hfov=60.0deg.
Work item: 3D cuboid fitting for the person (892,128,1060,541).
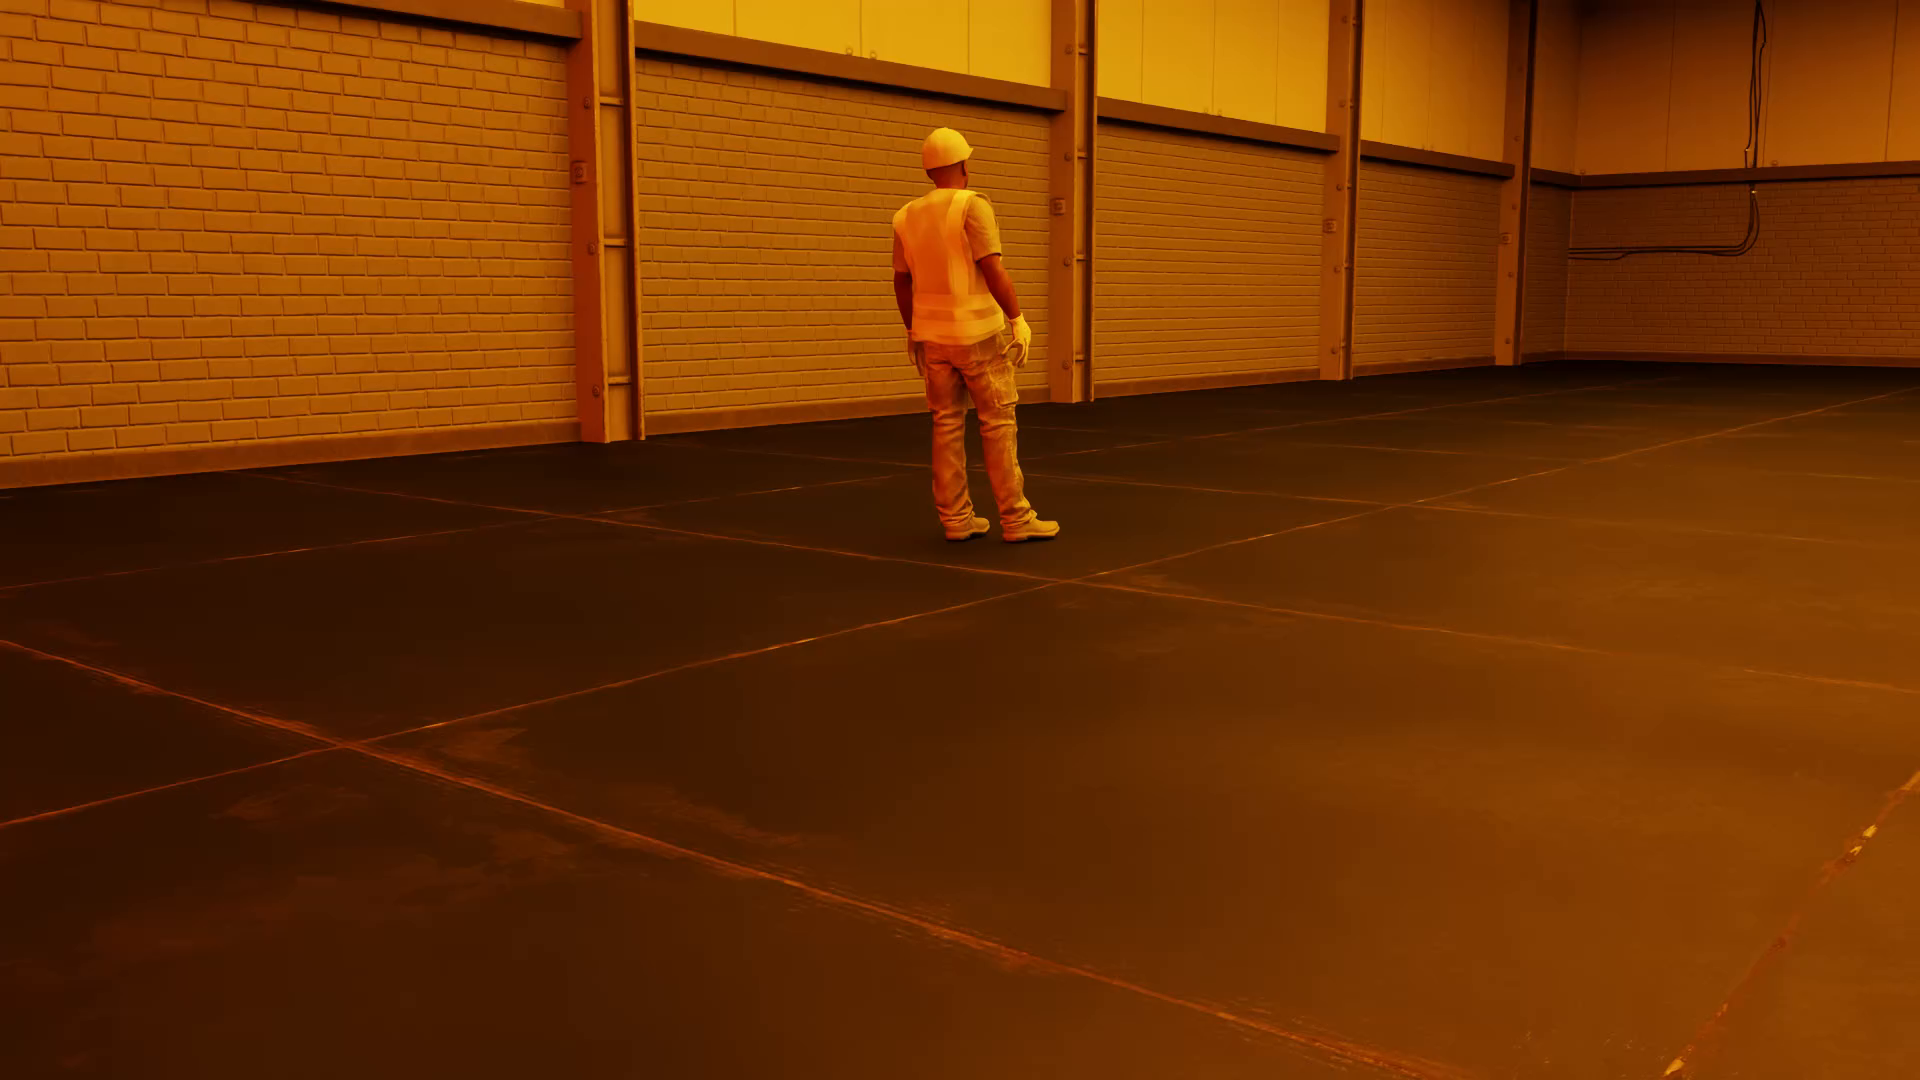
[{"bbox_3d":[0.052,-0.897,7.324,0.656,1.782,0.577,7,11,38],"label":"person"}]
